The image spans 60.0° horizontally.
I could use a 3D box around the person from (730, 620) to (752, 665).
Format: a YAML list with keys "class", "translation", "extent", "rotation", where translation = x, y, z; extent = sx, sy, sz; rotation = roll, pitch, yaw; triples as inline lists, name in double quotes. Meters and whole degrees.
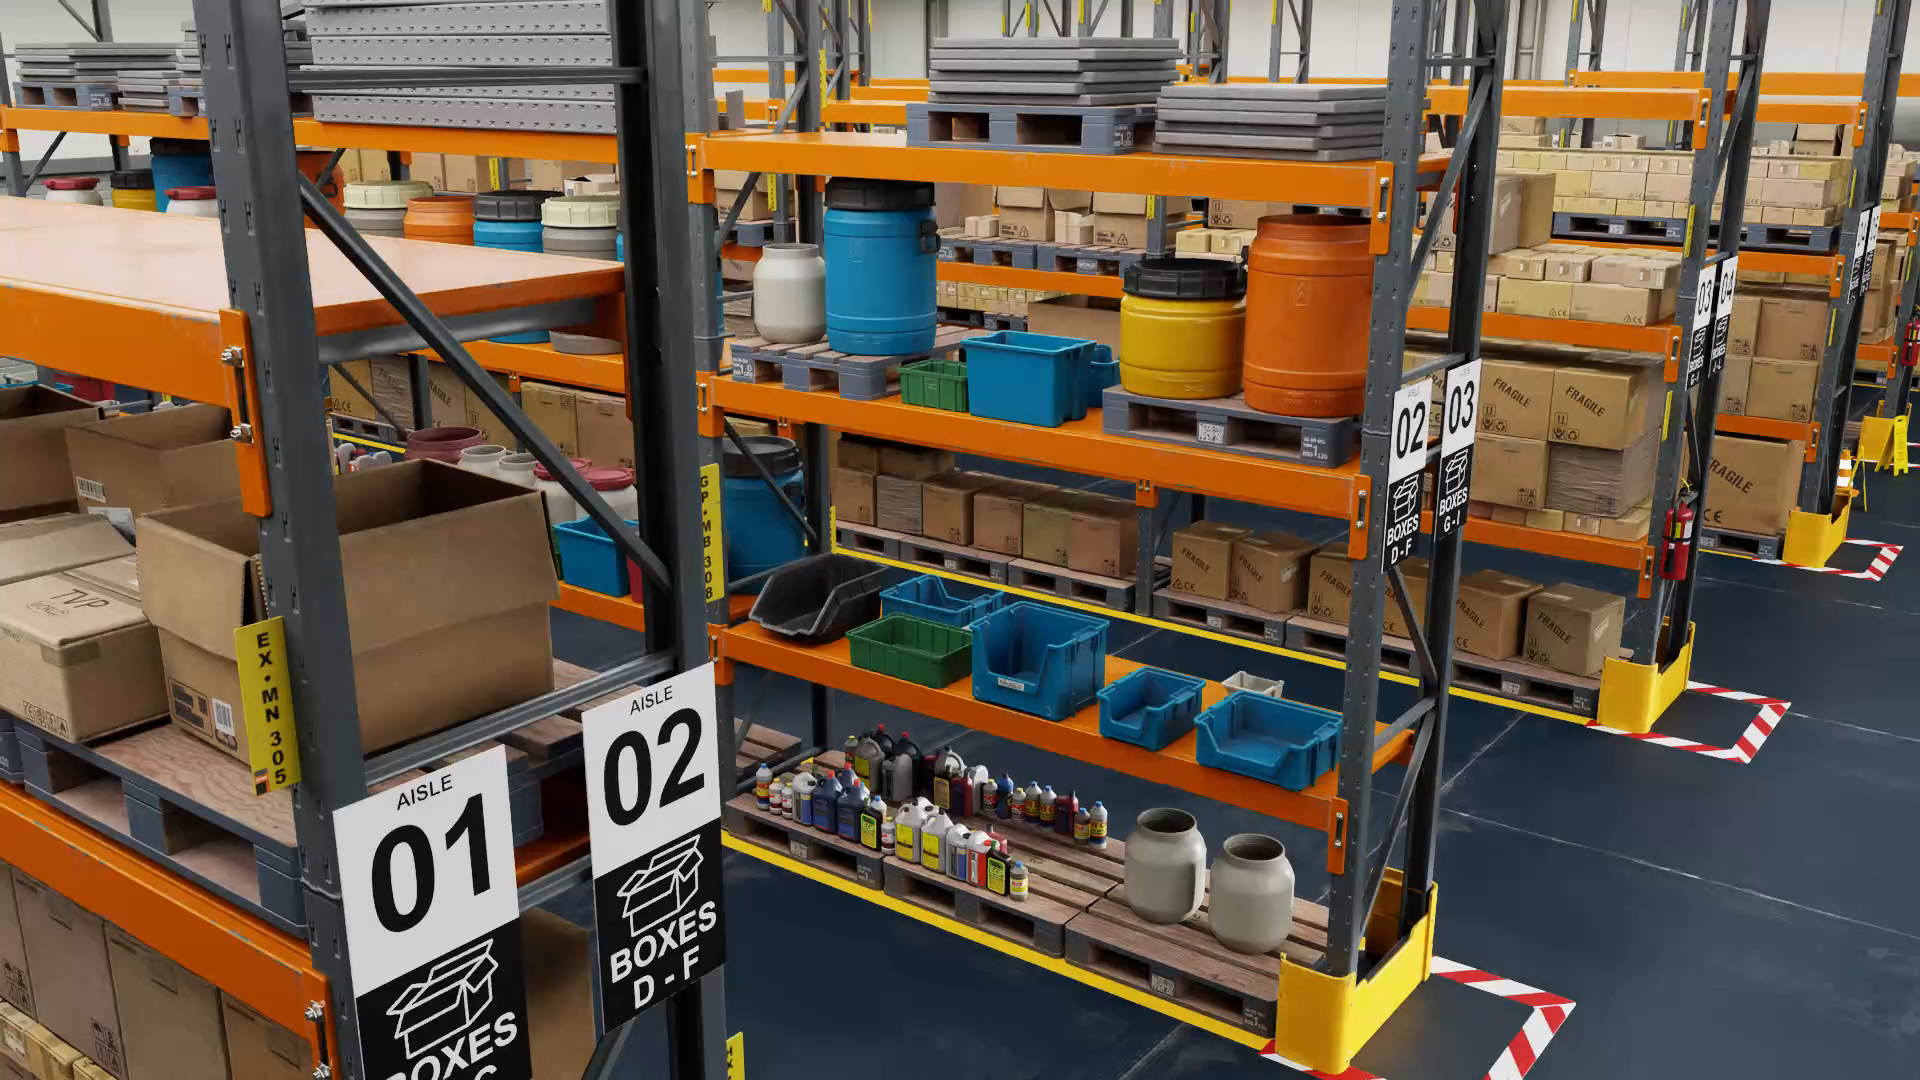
- class: "person"
  translation: [-1.705, 0.419, 12.891]
  extent: [0.895, 1.027, 0.583]
  rotation: [12, 20, 35]
